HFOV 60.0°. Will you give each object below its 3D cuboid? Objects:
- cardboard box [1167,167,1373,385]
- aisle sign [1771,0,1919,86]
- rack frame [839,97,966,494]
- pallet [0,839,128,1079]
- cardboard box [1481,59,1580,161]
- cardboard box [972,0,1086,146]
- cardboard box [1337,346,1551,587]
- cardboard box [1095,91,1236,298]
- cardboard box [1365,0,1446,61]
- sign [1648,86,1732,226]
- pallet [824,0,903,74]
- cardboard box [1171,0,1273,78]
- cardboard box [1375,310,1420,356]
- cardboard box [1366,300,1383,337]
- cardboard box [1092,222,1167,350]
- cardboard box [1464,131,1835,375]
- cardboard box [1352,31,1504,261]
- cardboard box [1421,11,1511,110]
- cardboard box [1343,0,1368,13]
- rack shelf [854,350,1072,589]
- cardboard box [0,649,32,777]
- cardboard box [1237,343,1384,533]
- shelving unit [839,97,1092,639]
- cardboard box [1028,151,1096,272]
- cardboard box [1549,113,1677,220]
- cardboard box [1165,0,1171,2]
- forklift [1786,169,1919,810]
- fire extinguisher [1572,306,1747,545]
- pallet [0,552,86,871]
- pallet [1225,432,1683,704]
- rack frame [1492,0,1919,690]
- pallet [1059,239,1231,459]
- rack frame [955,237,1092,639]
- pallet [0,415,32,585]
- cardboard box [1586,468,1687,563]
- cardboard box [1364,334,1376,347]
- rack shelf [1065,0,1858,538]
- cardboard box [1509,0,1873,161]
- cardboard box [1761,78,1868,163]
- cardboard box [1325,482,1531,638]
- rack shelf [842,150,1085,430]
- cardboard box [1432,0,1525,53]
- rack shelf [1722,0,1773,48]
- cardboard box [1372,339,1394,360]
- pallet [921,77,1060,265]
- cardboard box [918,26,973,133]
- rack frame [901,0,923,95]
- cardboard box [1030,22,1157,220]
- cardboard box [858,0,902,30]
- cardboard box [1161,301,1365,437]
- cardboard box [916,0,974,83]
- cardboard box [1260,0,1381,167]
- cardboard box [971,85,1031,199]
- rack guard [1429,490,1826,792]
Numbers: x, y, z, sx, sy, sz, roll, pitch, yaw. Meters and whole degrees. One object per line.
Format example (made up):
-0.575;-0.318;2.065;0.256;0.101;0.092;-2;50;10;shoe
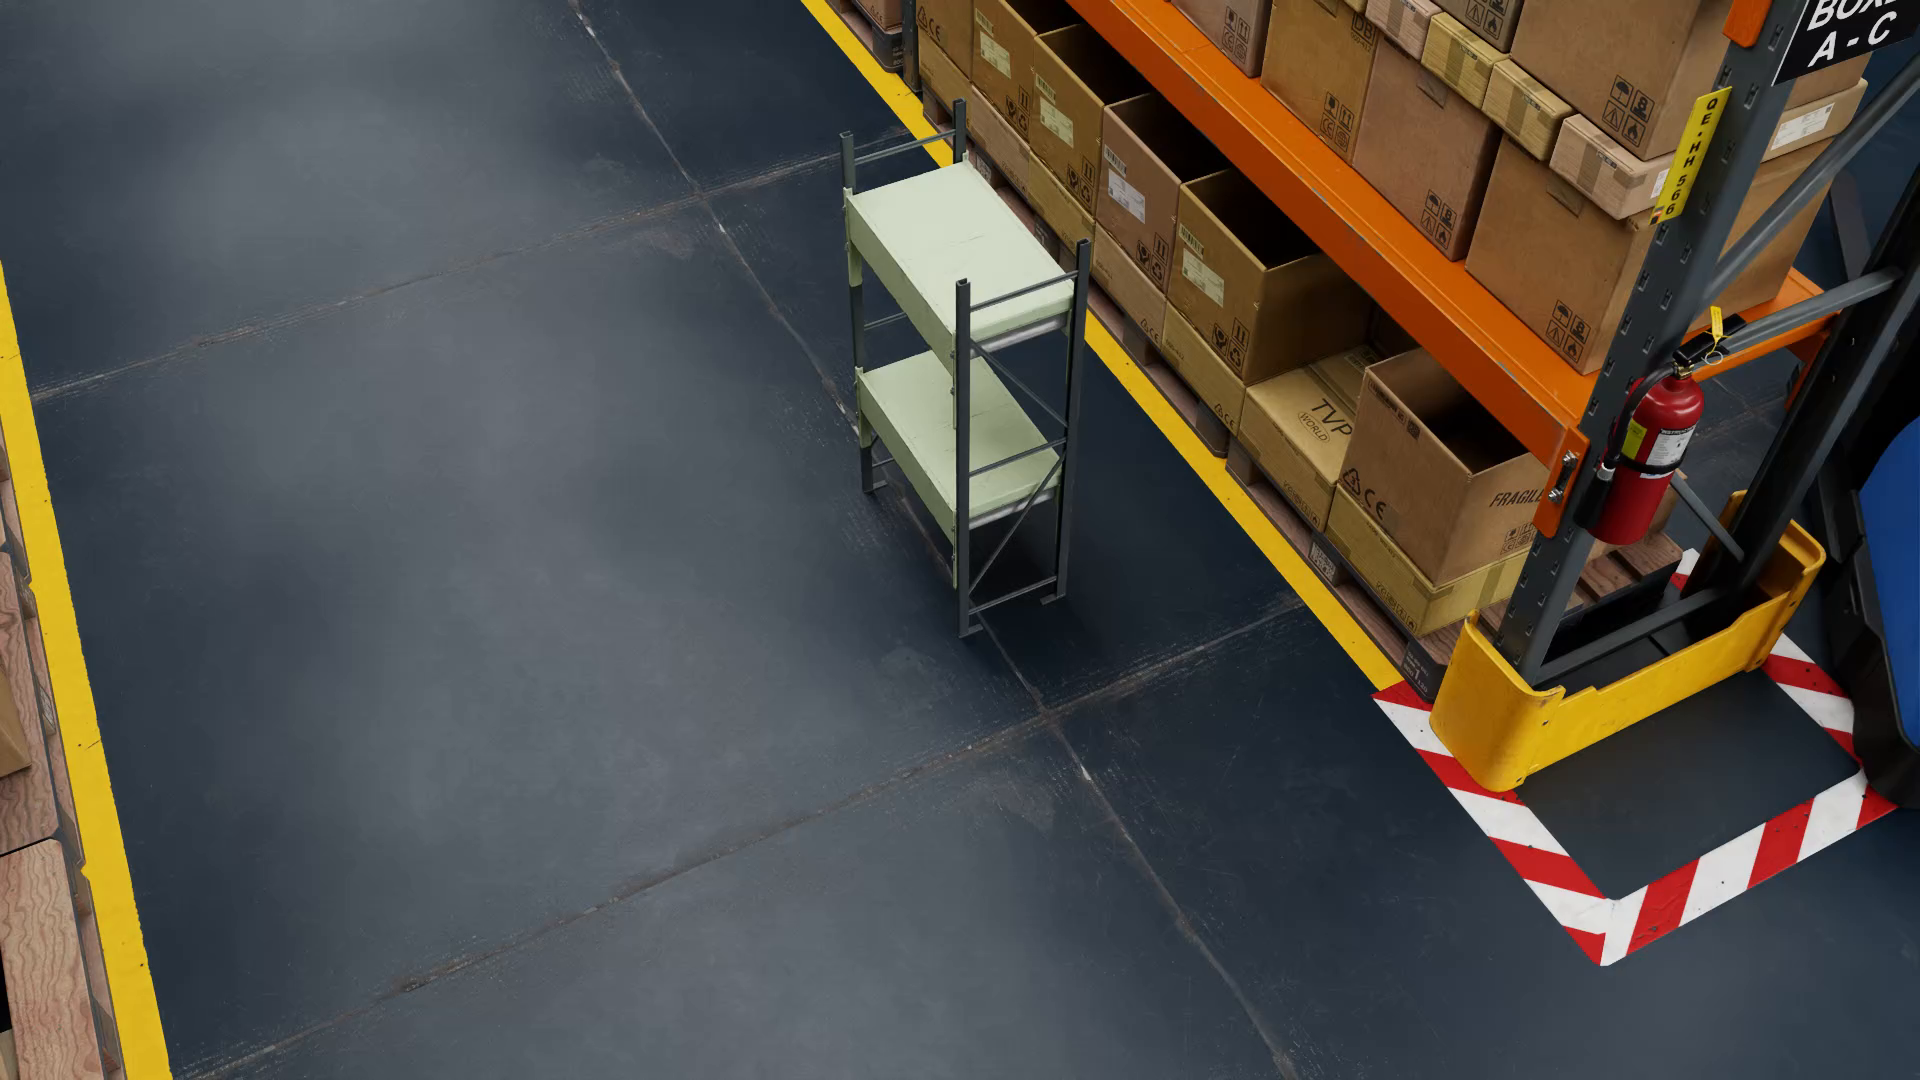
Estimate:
1.063;-0.933;5.623;0.500;0.500;0.500;-21;52;-18;cardboard box
1.813;-1.243;3.117;0.394;0.787;0.004;-21;52;-18;aisle sign
-0.164;-0.734;5.396;0.400;1.500;0.023;-21;52;-18;rack frame
-2.734;1.488;4.308;1.003;0.211;1.213;-21;52;-18;pallet
1.579;-1.143;4.260;0.380;0.149;0.250;-20;52;-17;cardboard box
0.383;-1.939;6.503;0.500;0.500;0.500;-21;52;-18;cardboard box
1.534;-0.268;5.042;0.500;0.500;0.500;-21;52;-18;cardboard box
0.836;-1.268;5.916;0.500;0.500;0.500;-21;52;-18;cardboard box
1.348;-1.484;4.557;0.380;0.149;0.250;-21;52;-17;cardboard box
1.555;-0.814;3.542;0.100;0.325;0.005;-21;52;-18;sign
-0.158;-2.771;8.033;1.003;0.211;1.213;-21;52;-18;pallet
1.131;-1.917;5.368;0.700;0.500;0.500;-20;52;-16;cardboard box
1.766;-0.782;5.490;0.500;0.500;0.500;-21;52;-18;cardboard box
1.525;-1.112;5.779;0.500;0.500;0.500;-21;52;-18;cardboard box
0.839;-1.022;6.199;0.500;0.250;0.500;-21;52;-18;cardboard box
1.842;-0.882;4.462;0.700;0.500;0.500;-21;52;-18;cardboard box
1.597;-1.232;4.768;0.700;0.500;0.500;-20;52;-17;cardboard box
1.461;-1.314;4.410;0.380;0.149;0.250;-22;52;-18;cardboard box
1.228;-1.659;4.711;0.380;0.149;0.250;-20;52;-16;cardboard box
0.003;-0.275;5.427;0.431;0.370;0.720;-21;52;-18;rack shelf
-3.148;0.471;4.714;0.700;0.500;0.500;-24;53;-20;cardboard box
1.296;-0.353;5.614;0.500;0.250;0.500;-21;52;-18;cardboard box
0.003;-0.489;5.182;0.431;1.500;0.755;-21;52;-18;shelving unit
0.605;-1.355;6.490;0.500;0.250;0.500;-21;52;-18;cardboard box
1.700;-0.969;4.107;0.380;0.149;0.250;-22;52;-18;cardboard box
0.895;-2.259;5.667;0.700;0.500;0.500;-20;52;-17;cardboard box
3.552;-1.166;4.822;1.130;2.935;3.031;9;49;8;forklift
1.685;-0.268;4.043;0.296;0.674;0.183;-21;52;-18;fire extinguisher
-3.288;0.672;5.022;1.003;0.211;1.213;-21;52;-18;pallet
1.657;-0.112;5.707;1.003;0.211;1.213;-21;52;-18;pallet
2.044;-0.532;4.223;1.000;3.000;0.127;-21;52;-18;rack frame
1.102;-0.927;6.420;1.003;0.211;1.213;-21;52;-18;pallet
0.171;-0.244;4.967;0.400;1.500;0.023;-21;52;-18;rack frame
-3.851;-0.145;5.737;1.003;0.211;1.213;-21;52;-18;pallet
1.996;-0.201;5.480;0.500;0.250;0.500;-21;52;-18;cardboard box
1.536;-0.869;6.065;0.500;0.250;0.500;-21;52;-18;cardboard box
1.129;-1.634;5.664;1.077;0.370;4.000;-21;52;-18;rack shelf
1.817;-1.344;4.005;0.700;0.500;0.500;-21;52;-17;cardboard box
2.056;-1.115;4.235;0.380;0.149;0.250;-22;52;-18;cardboard box
1.536;-0.022;5.324;0.500;0.250;0.500;-21;52;-18;cardboard box
0.003;-0.746;4.888;0.431;0.370;0.720;-21;52;-18;rack shelf
1.572;-1.695;4.311;0.700;0.500;0.500;-22;53;-18;cardboard box
1.129;-2.621;4.535;1.077;0.370;4.000;-21;52;-18;rack shelf
1.764;-0.534;5.772;0.500;0.250;0.500;-21;52;-18;cardboard box
0.540;-1.745;7.136;1.003;0.211;1.213;-21;52;-18;pallet
0.156;-2.027;7.078;0.500;0.250;0.500;-21;52;-18;cardboard box
0.213;-3.209;6.564;1.000;3.000;0.127;-21;52;-18;rack frame
0.605;-1.602;6.208;0.500;0.500;0.500;-21;52;-18;cardboard box
-0.234;-2.620;7.596;0.500;0.250;0.500;-22;52;-18;cardboard box
1.066;-0.687;5.906;0.500;0.250;0.500;-21;52;-18;cardboard box
0.147;-2.271;6.793;0.500;0.500;0.500;-21;52;-18;cardboard box
1.375;-1.566;5.060;0.700;0.500;0.500;-21;52;-17;cardboard box
0.380;-1.691;6.784;0.500;0.250;0.500;-21;52;-18;cardboard box
2.055;0.307;5.149;1.175;0.500;0.348;-21;52;-18;rack guard
